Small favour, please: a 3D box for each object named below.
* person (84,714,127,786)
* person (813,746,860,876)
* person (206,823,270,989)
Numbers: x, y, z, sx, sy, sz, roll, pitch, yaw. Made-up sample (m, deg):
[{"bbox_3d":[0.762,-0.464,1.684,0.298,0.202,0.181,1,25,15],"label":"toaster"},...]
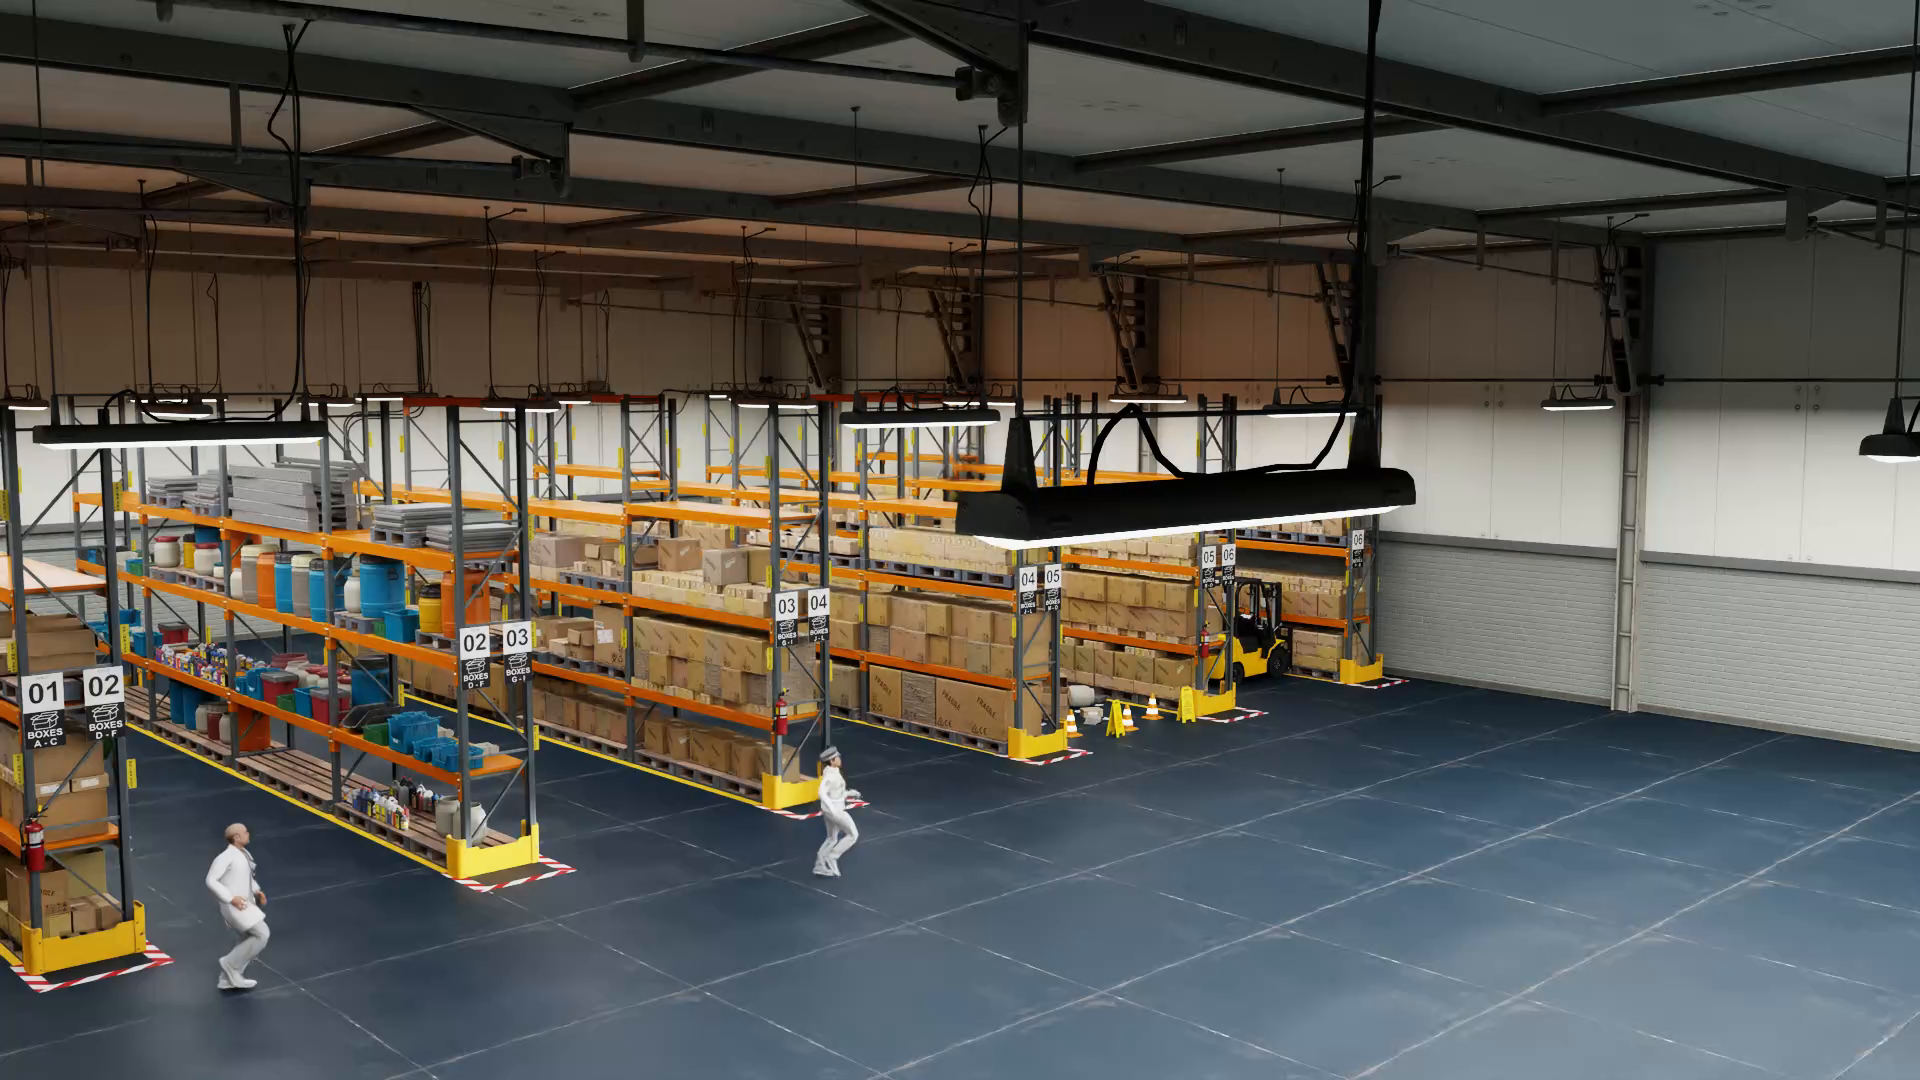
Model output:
[{"bbox_3d":[-13.301,2.942,25.922,0.928,1.779,0.658,3,7,32],"label":"person"},{"bbox_3d":[-1.568,3.450,21.163,0.624,1.648,0.593,-2,6,-16],"label":"person"},{"bbox_3d":[-7.434,3.800,17.245,0.568,1.741,0.738,-1,6,-7],"label":"person"}]
